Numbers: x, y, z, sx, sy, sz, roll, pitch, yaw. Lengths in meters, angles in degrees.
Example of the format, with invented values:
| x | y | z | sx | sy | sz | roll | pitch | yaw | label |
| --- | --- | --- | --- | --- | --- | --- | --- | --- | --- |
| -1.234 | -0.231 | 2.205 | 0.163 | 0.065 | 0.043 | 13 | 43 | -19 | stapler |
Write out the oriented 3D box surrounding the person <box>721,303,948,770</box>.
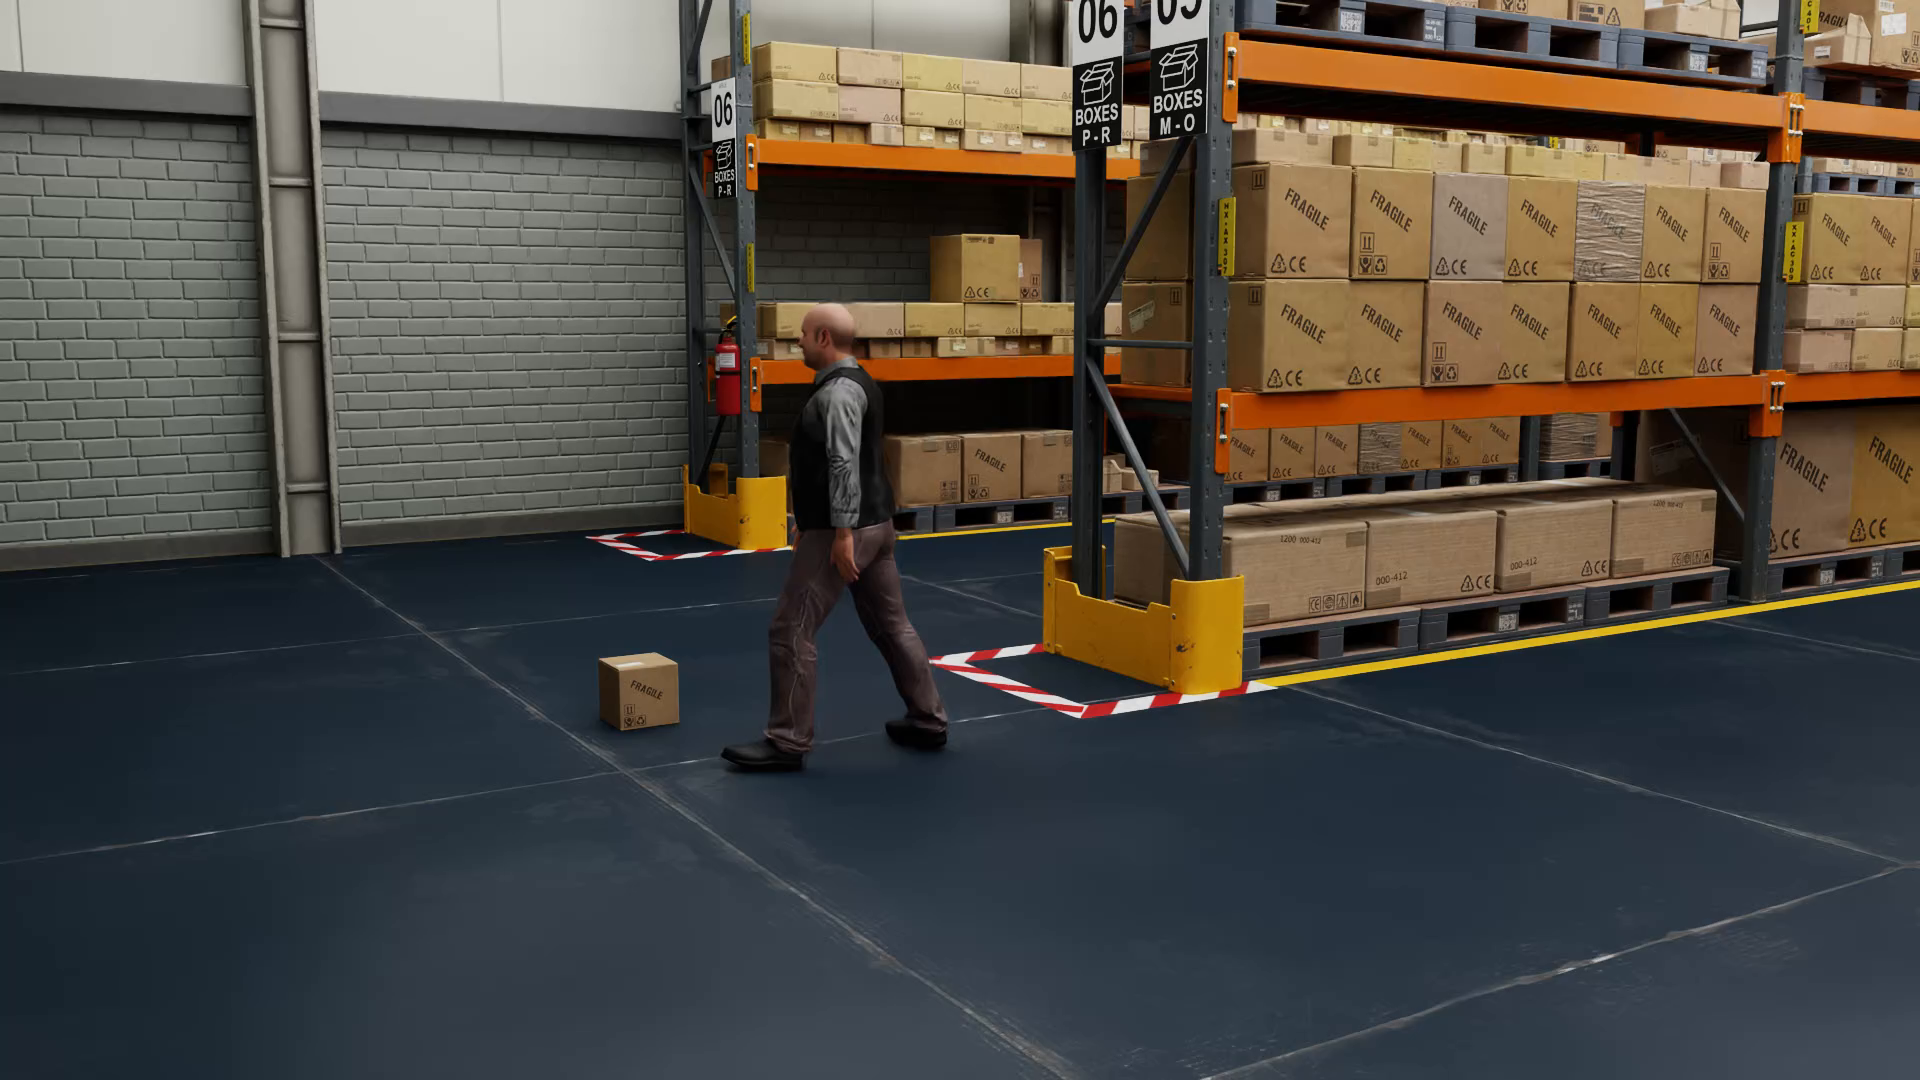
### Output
| x | y | z | sx | sy | sz | roll | pitch | yaw | label |
| --- | --- | --- | --- | --- | --- | --- | --- | --- | --- |
| -0.446 | -0.024 | 6.164 | 0.757 | 1.693 | 0.632 | 2 | 8 | 12 | person |
